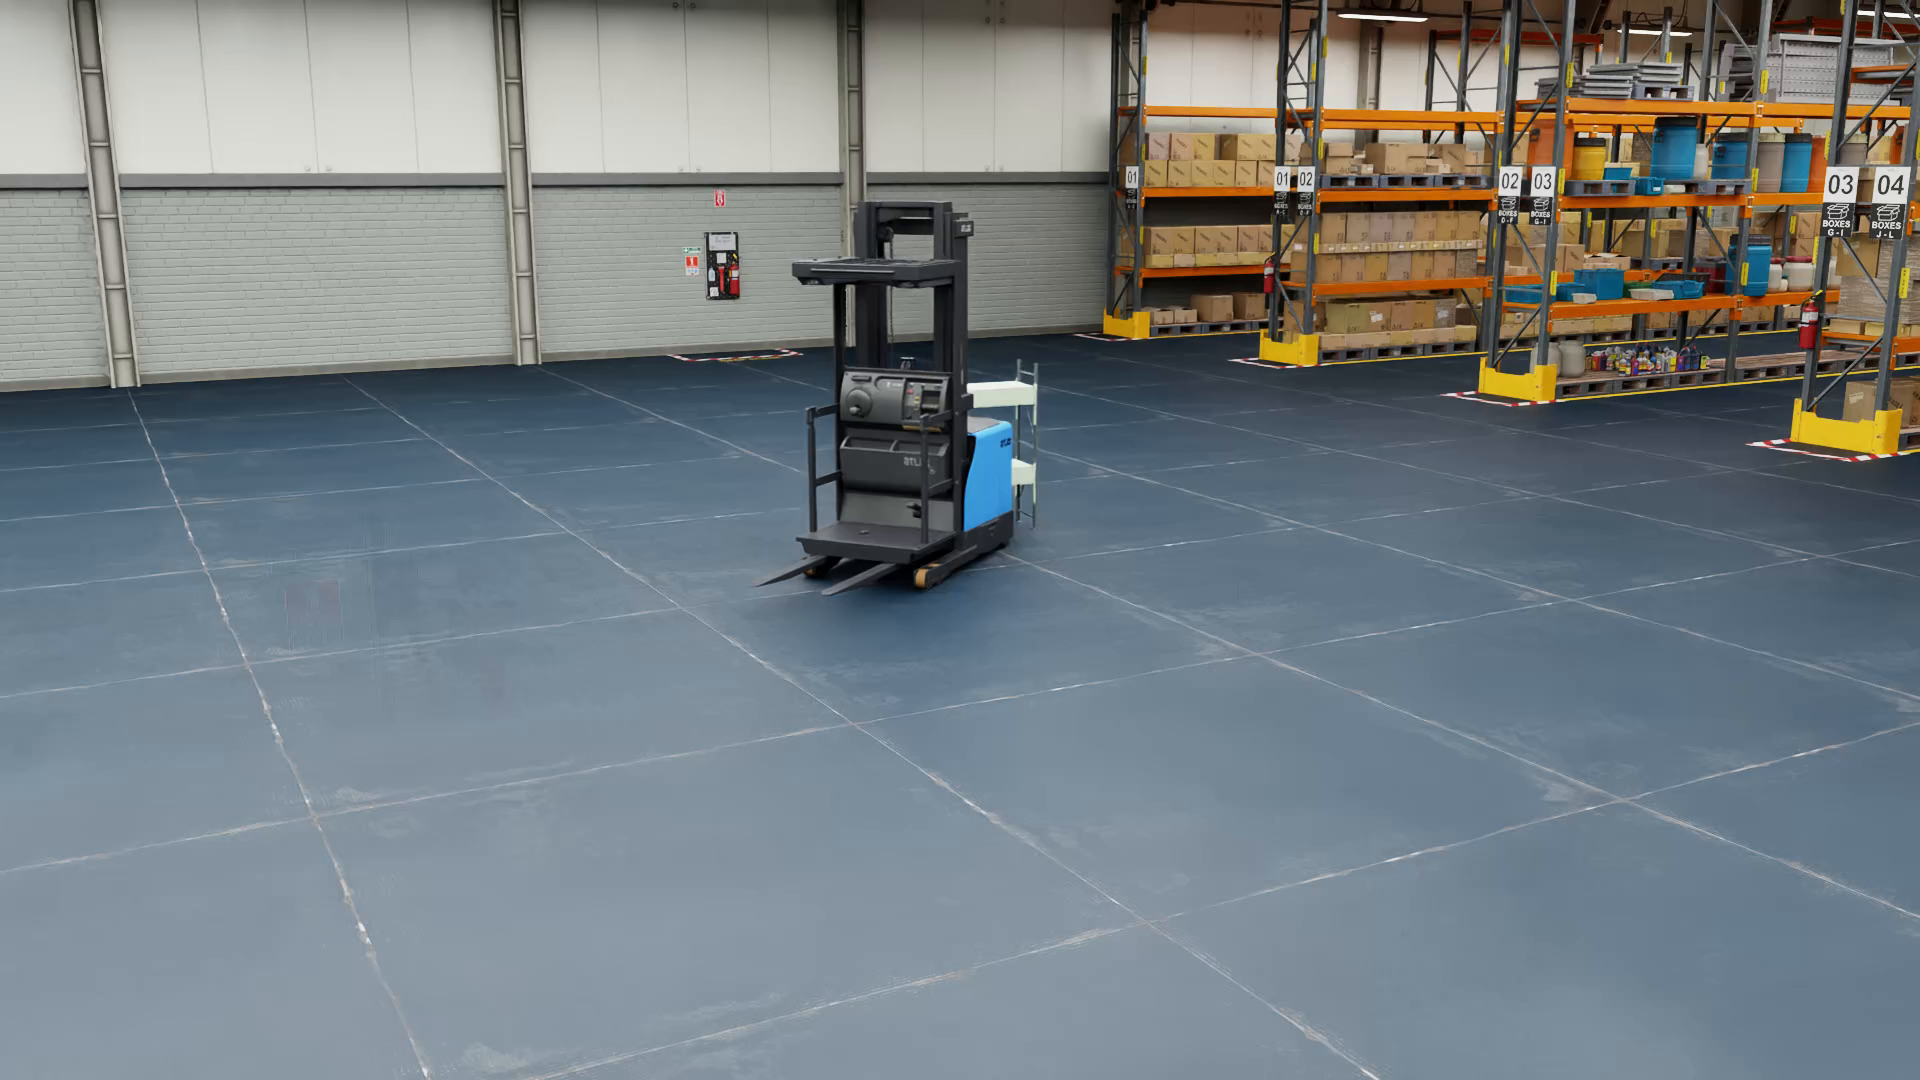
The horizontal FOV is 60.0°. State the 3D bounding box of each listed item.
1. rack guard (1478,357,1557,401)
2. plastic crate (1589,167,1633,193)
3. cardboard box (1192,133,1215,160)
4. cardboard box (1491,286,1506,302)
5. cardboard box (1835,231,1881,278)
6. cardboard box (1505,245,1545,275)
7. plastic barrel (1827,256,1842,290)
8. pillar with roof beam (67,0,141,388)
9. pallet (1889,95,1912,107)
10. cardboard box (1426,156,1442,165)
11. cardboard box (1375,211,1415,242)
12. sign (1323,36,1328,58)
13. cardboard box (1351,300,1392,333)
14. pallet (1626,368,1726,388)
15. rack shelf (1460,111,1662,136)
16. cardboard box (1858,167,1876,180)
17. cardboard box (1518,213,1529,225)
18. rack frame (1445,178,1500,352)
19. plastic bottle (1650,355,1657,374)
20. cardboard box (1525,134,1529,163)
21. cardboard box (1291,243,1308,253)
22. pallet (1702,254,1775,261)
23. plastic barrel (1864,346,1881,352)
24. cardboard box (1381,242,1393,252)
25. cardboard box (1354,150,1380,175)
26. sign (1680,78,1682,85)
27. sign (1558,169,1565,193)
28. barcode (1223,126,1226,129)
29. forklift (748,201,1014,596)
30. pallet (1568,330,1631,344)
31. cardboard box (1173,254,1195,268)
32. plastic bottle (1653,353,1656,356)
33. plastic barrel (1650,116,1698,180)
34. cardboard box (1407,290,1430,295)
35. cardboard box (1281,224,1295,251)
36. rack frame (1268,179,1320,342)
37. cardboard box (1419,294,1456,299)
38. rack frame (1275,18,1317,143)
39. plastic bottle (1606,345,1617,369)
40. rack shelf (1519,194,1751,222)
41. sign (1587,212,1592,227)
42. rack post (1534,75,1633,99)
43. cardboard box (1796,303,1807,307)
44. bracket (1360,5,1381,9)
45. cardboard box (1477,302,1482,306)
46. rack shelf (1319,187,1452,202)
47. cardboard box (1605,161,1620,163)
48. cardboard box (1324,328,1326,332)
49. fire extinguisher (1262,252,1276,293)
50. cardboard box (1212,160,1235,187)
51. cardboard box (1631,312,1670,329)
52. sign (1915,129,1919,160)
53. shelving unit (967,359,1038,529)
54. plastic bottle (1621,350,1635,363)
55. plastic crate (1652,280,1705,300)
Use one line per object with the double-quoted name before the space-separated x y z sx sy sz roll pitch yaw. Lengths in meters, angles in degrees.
"rack guard" 7.940 -2.302 23.701 0.348 0.500 1.175 -7 14 -28
"plastic crate" 9.425 -5.219 24.172 0.575 0.384 0.392 -7 14 -28
"cardboard box" 4.512 -7.517 31.794 0.500 0.500 0.500 -6 14 -26
"cardboard box" 11.651 -5.555 36.399 0.750 0.750 0.750 -7 14 -28
"cardboard box" 10.633 -3.337 19.425 0.500 0.500 0.500 -7 14 -28
"cardboard box" 10.181 -5.062 30.044 0.500 0.500 0.500 -6 14 -24
"plastic barrel" 13.747 -4.207 26.217 0.421 0.512 0.421 0 13 0
"pillar with roof beam" -10.388 -5.858 20.143 0.400 9.000 9.100 -7 14 -28
"pallet" 15.566 -7.056 26.807 1.003 0.211 1.213 -7 14 -28
"cardboard box" 7.994 -6.515 28.821 0.500 0.311 0.500 -8 15 -31
"cardboard box" 7.329 -5.356 28.394 0.500 0.500 0.700 -7 14 -28
"sign" 5.786 -7.812 26.337 0.005 0.325 0.100 -7 14 -28
"cardboard box" 6.974 -3.811 28.308 0.500 0.500 0.500 -7 14 -28
"pallet" 10.797 -2.503 25.248 1.213 0.211 1.003 -7 14 -28
"rack shelf" 10.792 -7.472 29.863 4.000 0.370 1.077 -7 14 -28
"cardboard box" 10.363 -4.224 19.150 0.250 0.149 0.380 -7 14 -28
"cardboard box" 12.046 -6.988 36.170 0.500 0.250 0.500 -7 15 -29
"rack frame" 9.037 -4.881 29.464 0.127 3.000 1.000 -7 14 -28
"plastic bottle" 10.203 -2.587 24.484 0.097 0.271 0.097 0 13 0
"cardboard box" 10.086 -6.963 29.563 0.500 0.500 0.500 -5 14 -22
"cardboard box" 5.770 -4.902 27.854 0.250 0.149 0.380 -7 15 -29
"pallet" 15.305 -5.565 32.945 1.213 0.211 1.003 -7 14 -28
"plastic barrel" 15.339 -3.547 27.526 0.708 0.830 0.600 -7 14 -28
"cardboard box" 7.103 -4.961 28.115 0.250 0.149 0.380 -7 14 -29
"cardboard box" 8.261 -7.724 34.081 0.500 0.500 0.500 -7 15 -30
"sign" 16.932 -10.665 39.013 0.005 0.325 0.100 -7 14 -28
"sign" 8.156 -4.866 22.547 0.005 0.325 0.100 -7 14 -28
"barcode" 5.234 -8.162 32.885 0.075 0.075 0.001 -7 14 -28
"forklift" -0.611 -1.152 13.052 1.130 2.935 3.031 6 14 24
"pallet" 11.806 -3.862 31.288 1.213 0.211 1.003 -7 14 -28
"cardboard box" 4.178 -5.398 32.060 0.500 0.250 0.500 -7 15 -30
"plastic bottle" 10.332 -2.642 24.700 0.133 0.283 0.061 -7 14 -28
"plastic barrel" 10.482 -5.754 24.416 0.708 0.901 0.600 -7 14 -28
"cardboard box" 9.564 -5.165 35.419 0.500 0.500 0.700 -7 14 -27
"cardboard box" 6.393 -6.028 33.150 0.500 0.500 0.500 -7 14 -28
"rack frame" 5.526 -4.460 27.594 0.127 3.000 1.000 -7 14 -28
"cardboard box" 8.480 -4.121 29.689 0.500 0.500 0.500 -7 14 -28
"rack frame" 6.660 -8.762 33.045 0.127 3.000 1.000 -7 14 -28
"plastic bottle" 9.797 -2.759 25.067 0.185 0.351 0.144 -6 14 -26
"rack shelf" 9.651 -4.828 24.035 4.000 0.370 1.077 -7 14 -28
"sign" 13.950 -7.099 36.865 0.005 0.325 0.100 -7 14 -28
"rack post" 8.620 -6.243 22.991 0.954 0.300 0.937 -5 14 -22
"cardboard box" 17.081 -4.819 34.310 0.500 0.311 0.500 -7 14 -28
"bracket" 8.421 -10.856 34.155 0.430 0.232 0.235 -7 14 -28
"cardboard box" 9.708 -4.171 30.341 0.500 0.311 0.500 -6 14 -26
"rack shelf" 8.415 -7.158 34.389 4.000 0.370 1.077 -7 14 -28
"cardboard box" 14.415 -8.342 37.171 0.500 0.250 0.500 -7 14 -28
"cardboard box" 6.288 -3.491 28.598 0.500 0.250 0.500 -7 14 -28
"fire extinguisher" 5.199 -4.499 27.945 0.183 0.674 0.296 -7 14 -28
"cardboard box" 4.965 -7.088 32.169 0.500 0.500 0.500 -6 14 -24
"cardboard box" 13.084 -4.289 31.528 0.500 0.500 0.500 -6 14 -25
"sign" 10.529 -4.336 18.220 0.005 0.325 0.100 -7 14 -28
"shelving unit" 0.268 -0.837 14.914 0.755 1.500 0.431 -5 14 -22
"plastic bottle" 10.054 -2.716 25.047 0.135 0.276 0.152 -7 14 -28
"plastic crate" 10.565 -3.684 24.487 0.616 0.251 0.499 -7 14 -28
